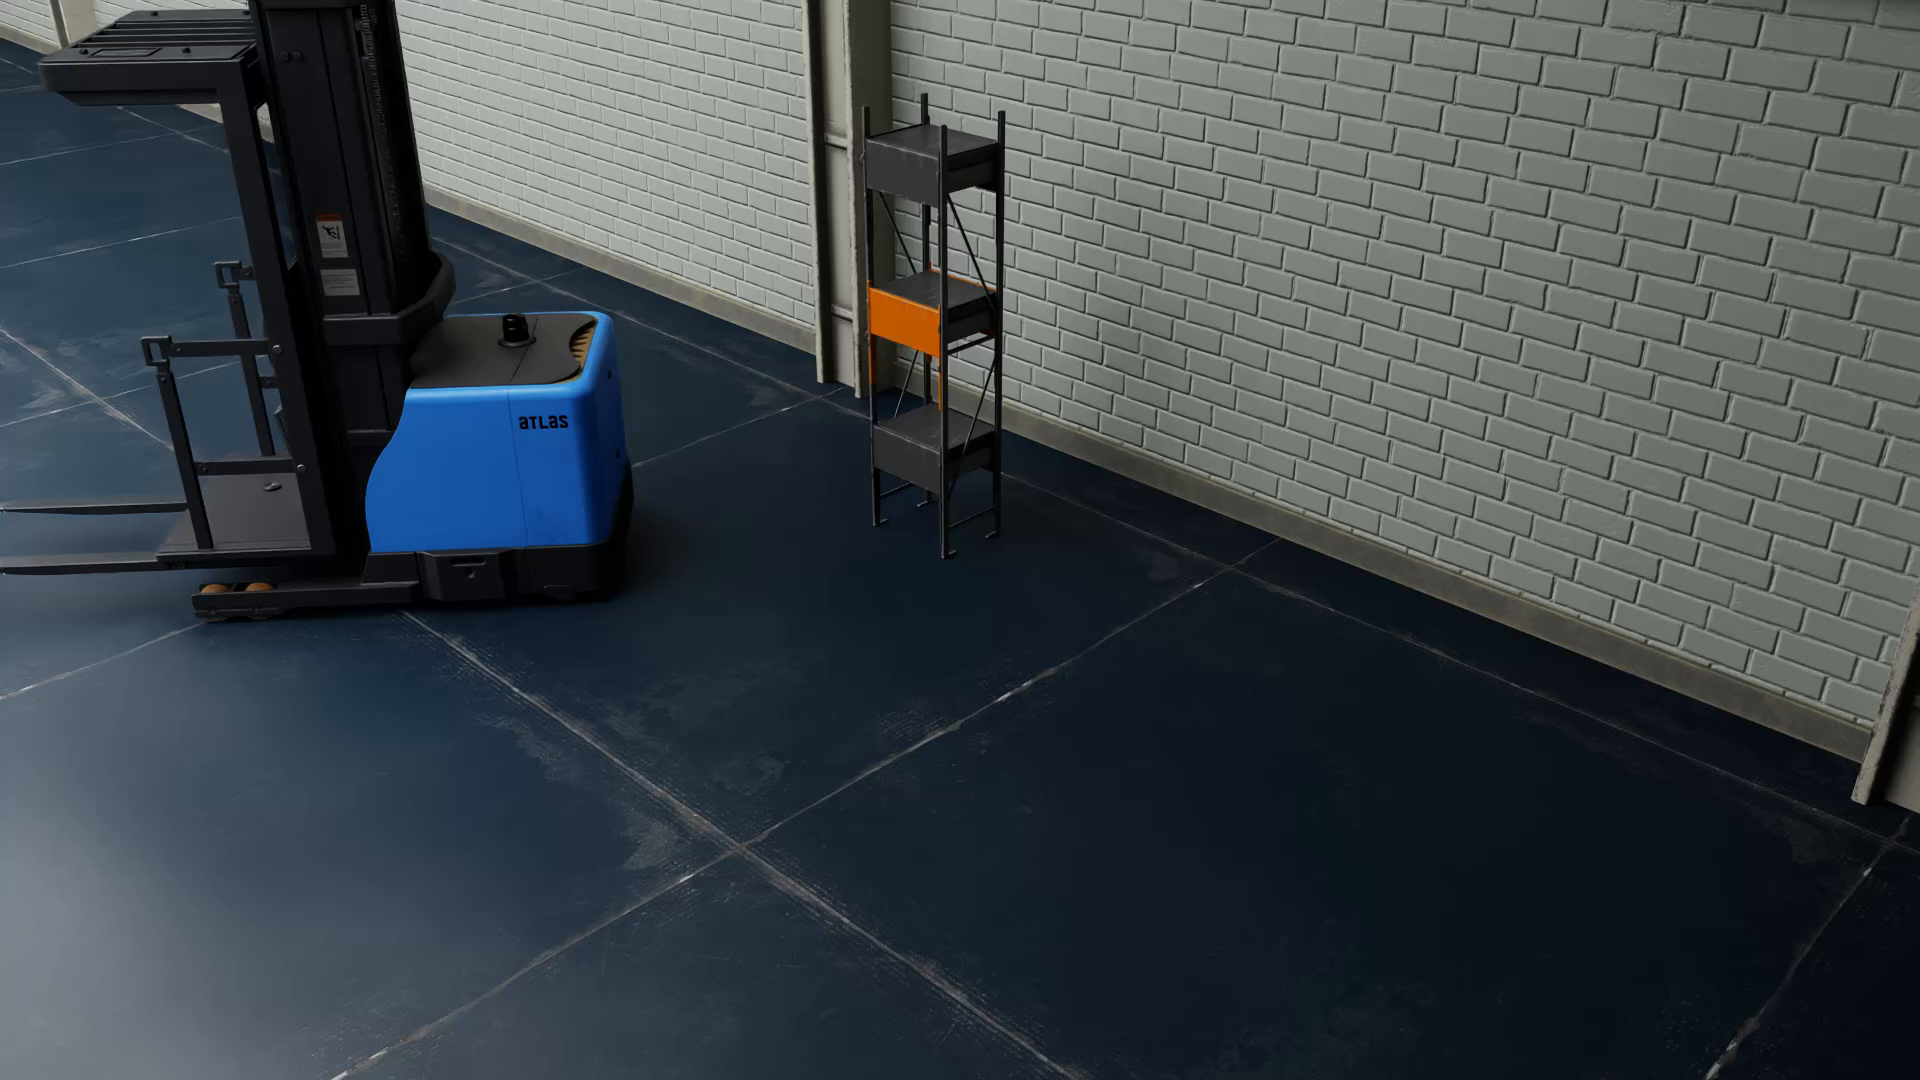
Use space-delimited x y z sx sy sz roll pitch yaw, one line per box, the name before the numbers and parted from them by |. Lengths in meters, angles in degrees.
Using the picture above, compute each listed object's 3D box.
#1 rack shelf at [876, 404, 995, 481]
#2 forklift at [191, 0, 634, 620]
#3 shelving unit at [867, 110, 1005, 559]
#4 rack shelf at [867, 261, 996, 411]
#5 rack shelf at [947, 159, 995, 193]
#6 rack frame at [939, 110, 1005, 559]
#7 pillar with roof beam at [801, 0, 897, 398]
rack shelf | -0.118 -0.473 8.132 0.457 0.174 0.368 25 36 38
forklift | -3.138 -1.184 7.352 3.031 2.935 1.130 -2 28 -4
shelving unit | -0.114 -0.981 7.860 0.492 2.100 0.431 25 36 38
rack shelf | -0.118 -0.971 7.870 0.480 0.518 0.431 25 36 38
rack shelf | -0.118 -1.680 7.498 0.442 0.100 0.332 25 36 38
rack frame | 0.056 -0.904 7.713 0.015 2.100 0.400 25 36 38
pillar with roof beam | -3.639 -3.506 5.249 0.400 9.000 9.100 25 36 38
